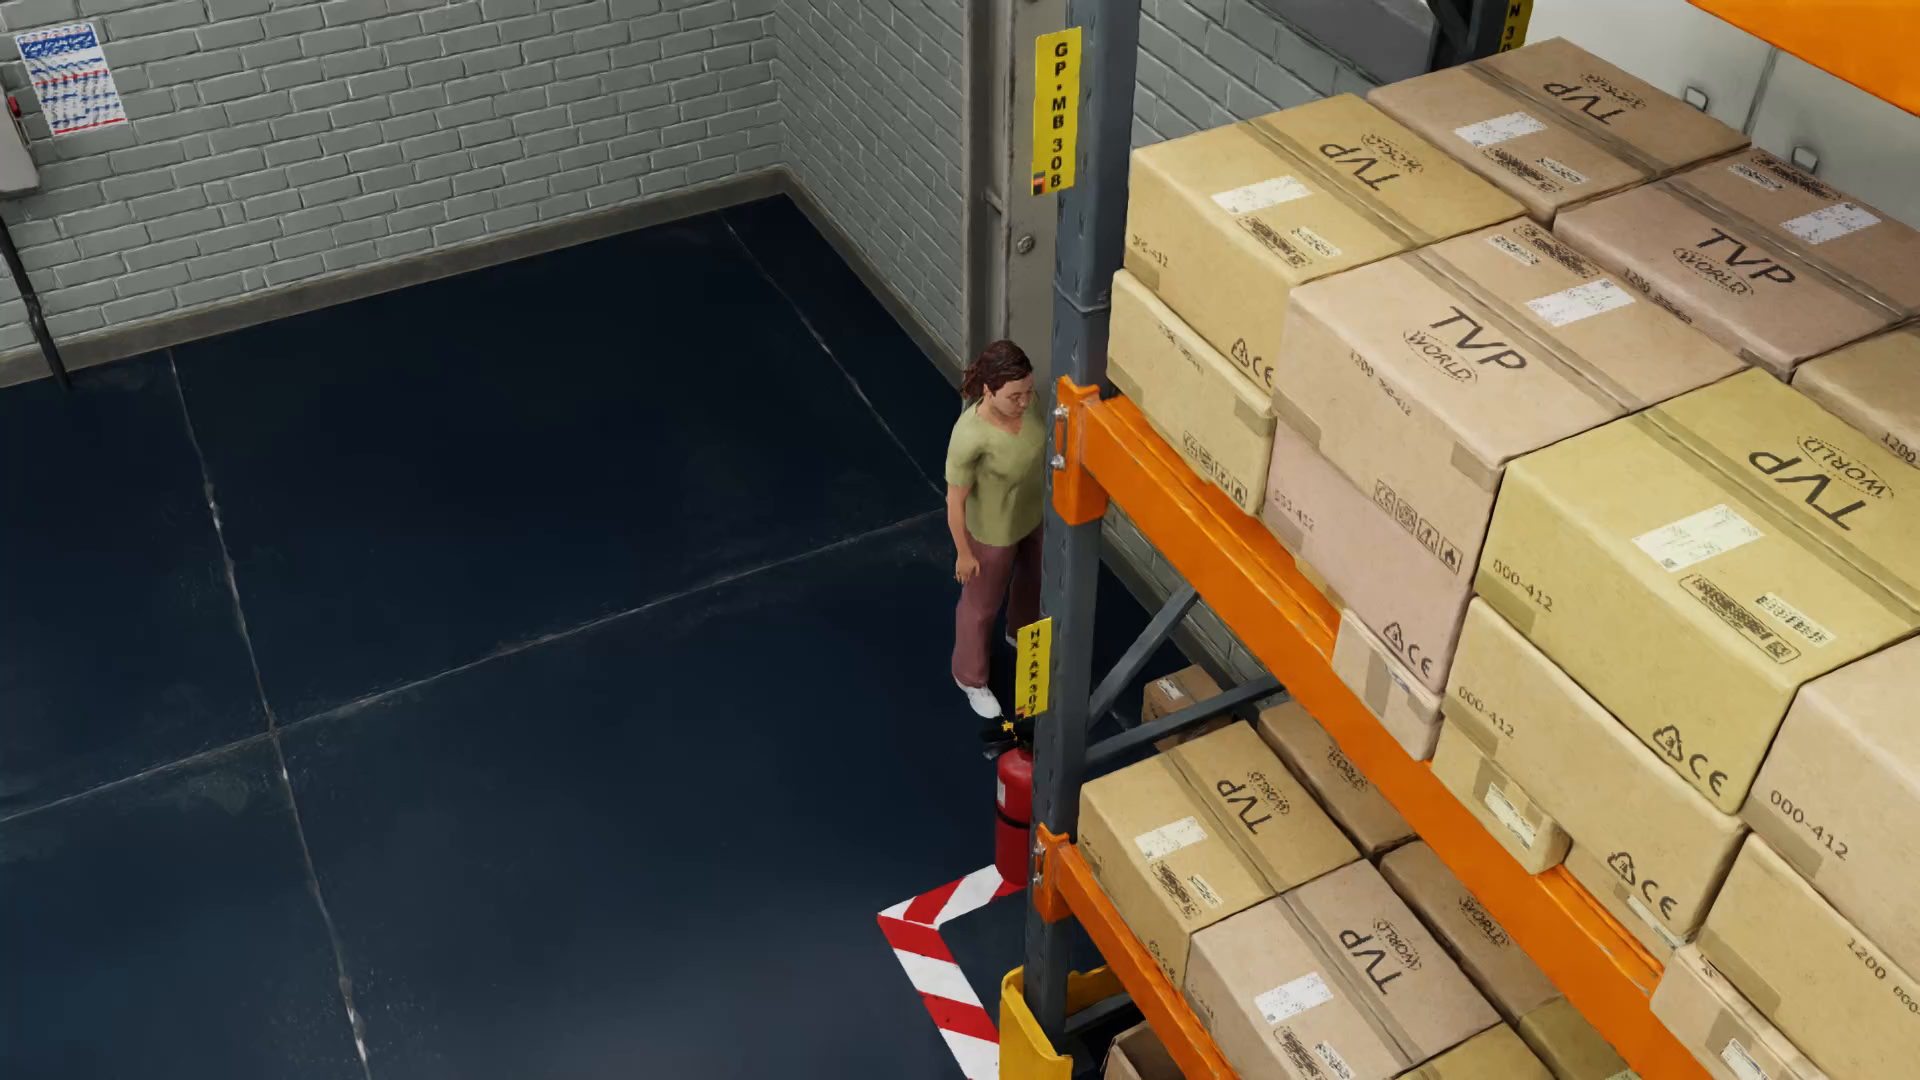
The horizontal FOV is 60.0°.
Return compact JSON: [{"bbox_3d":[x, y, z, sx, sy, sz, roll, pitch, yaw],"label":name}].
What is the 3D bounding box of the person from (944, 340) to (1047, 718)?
[{"bbox_3d":[0.175,-0.061,6.186,0.346,1.682,0.552,29,49,29],"label":"person"}]
